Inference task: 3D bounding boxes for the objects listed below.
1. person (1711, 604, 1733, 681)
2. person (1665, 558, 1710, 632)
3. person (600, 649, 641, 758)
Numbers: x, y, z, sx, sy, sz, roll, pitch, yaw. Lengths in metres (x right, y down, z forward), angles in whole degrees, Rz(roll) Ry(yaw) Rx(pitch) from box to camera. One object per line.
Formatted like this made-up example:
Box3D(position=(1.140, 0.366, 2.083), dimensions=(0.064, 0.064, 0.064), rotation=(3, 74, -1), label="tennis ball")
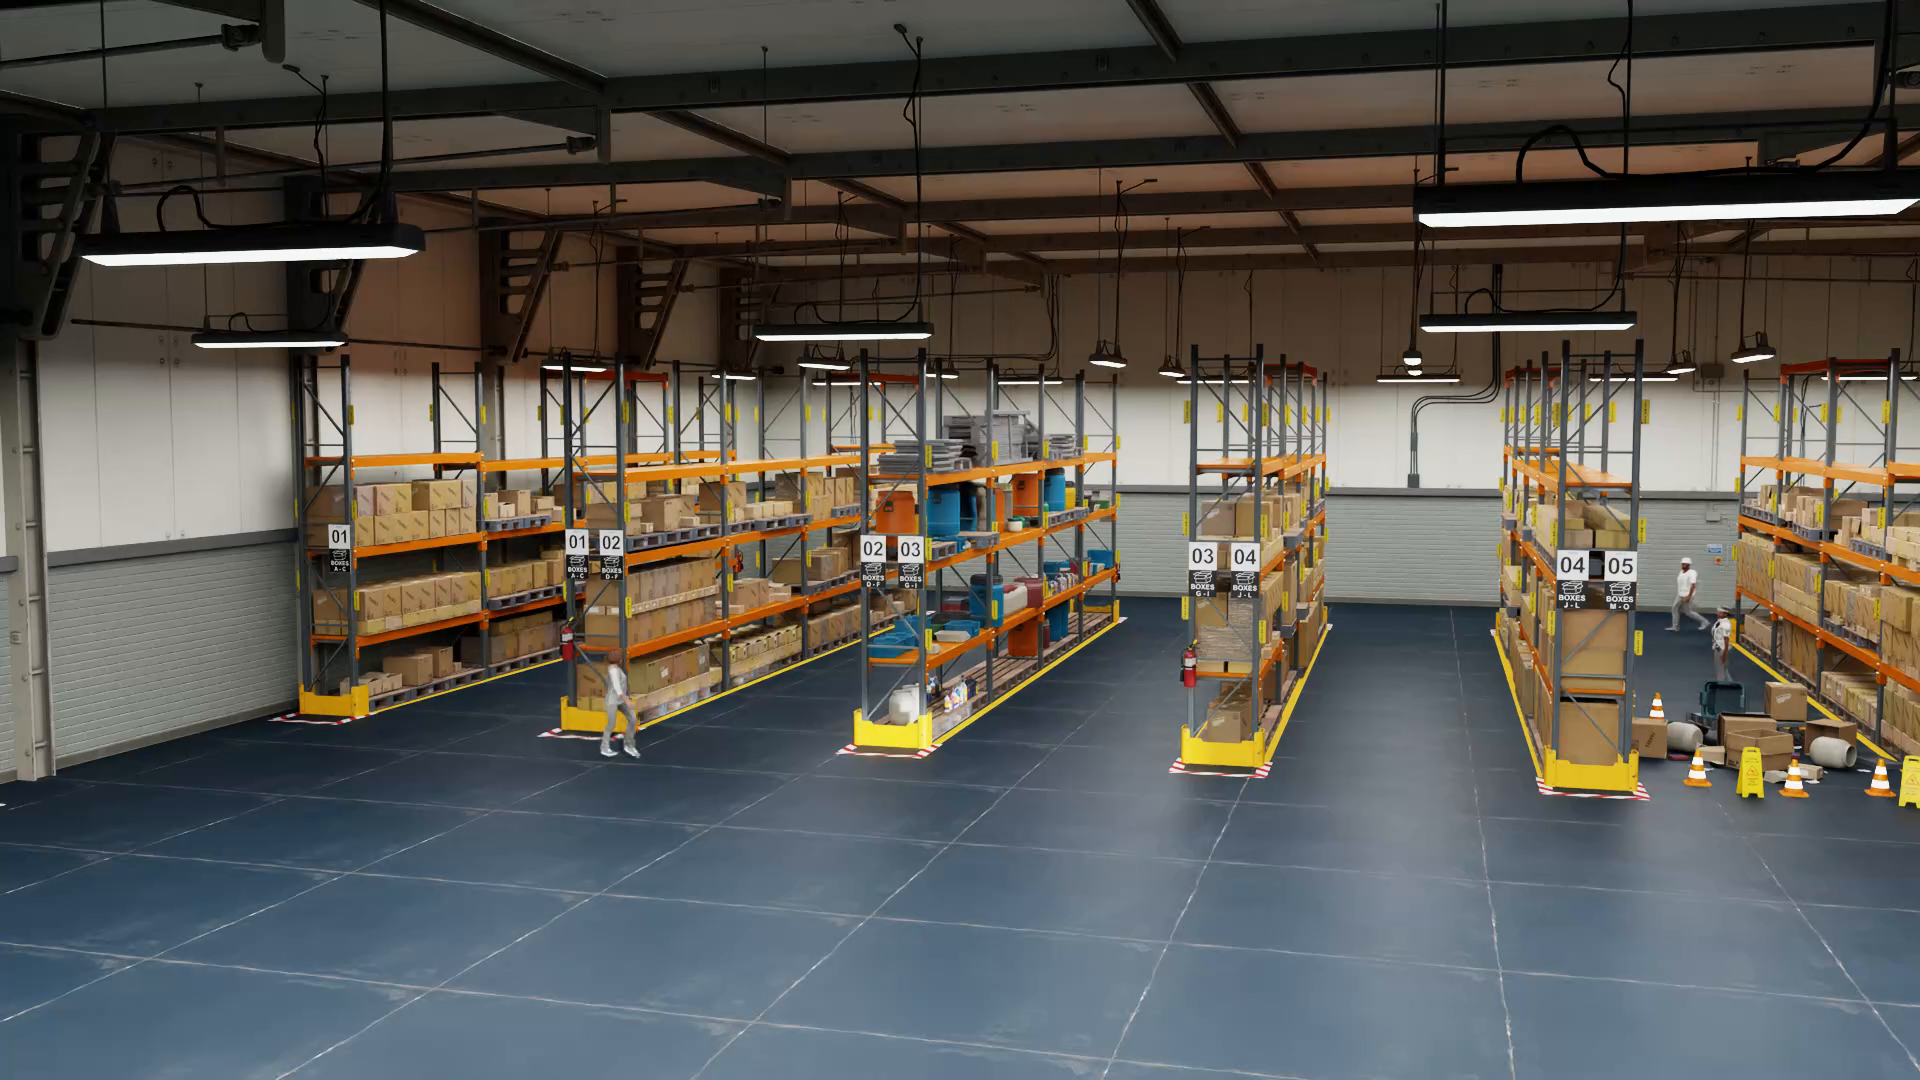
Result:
Box3D(position=(13.442, 1.970, 29.331), dimensions=(0.406, 1.695, 0.483), rotation=(3, 5, 35), label="person")
Box3D(position=(16.757, 1.262, 38.298), dimensions=(0.928, 1.722, 0.613), rotation=(0, 4, 6), label="person")
Box3D(position=(-4.993, 2.435, 24.239), dimensions=(0.609, 1.516, 0.404), rotation=(2, 5, 21), label="person")
